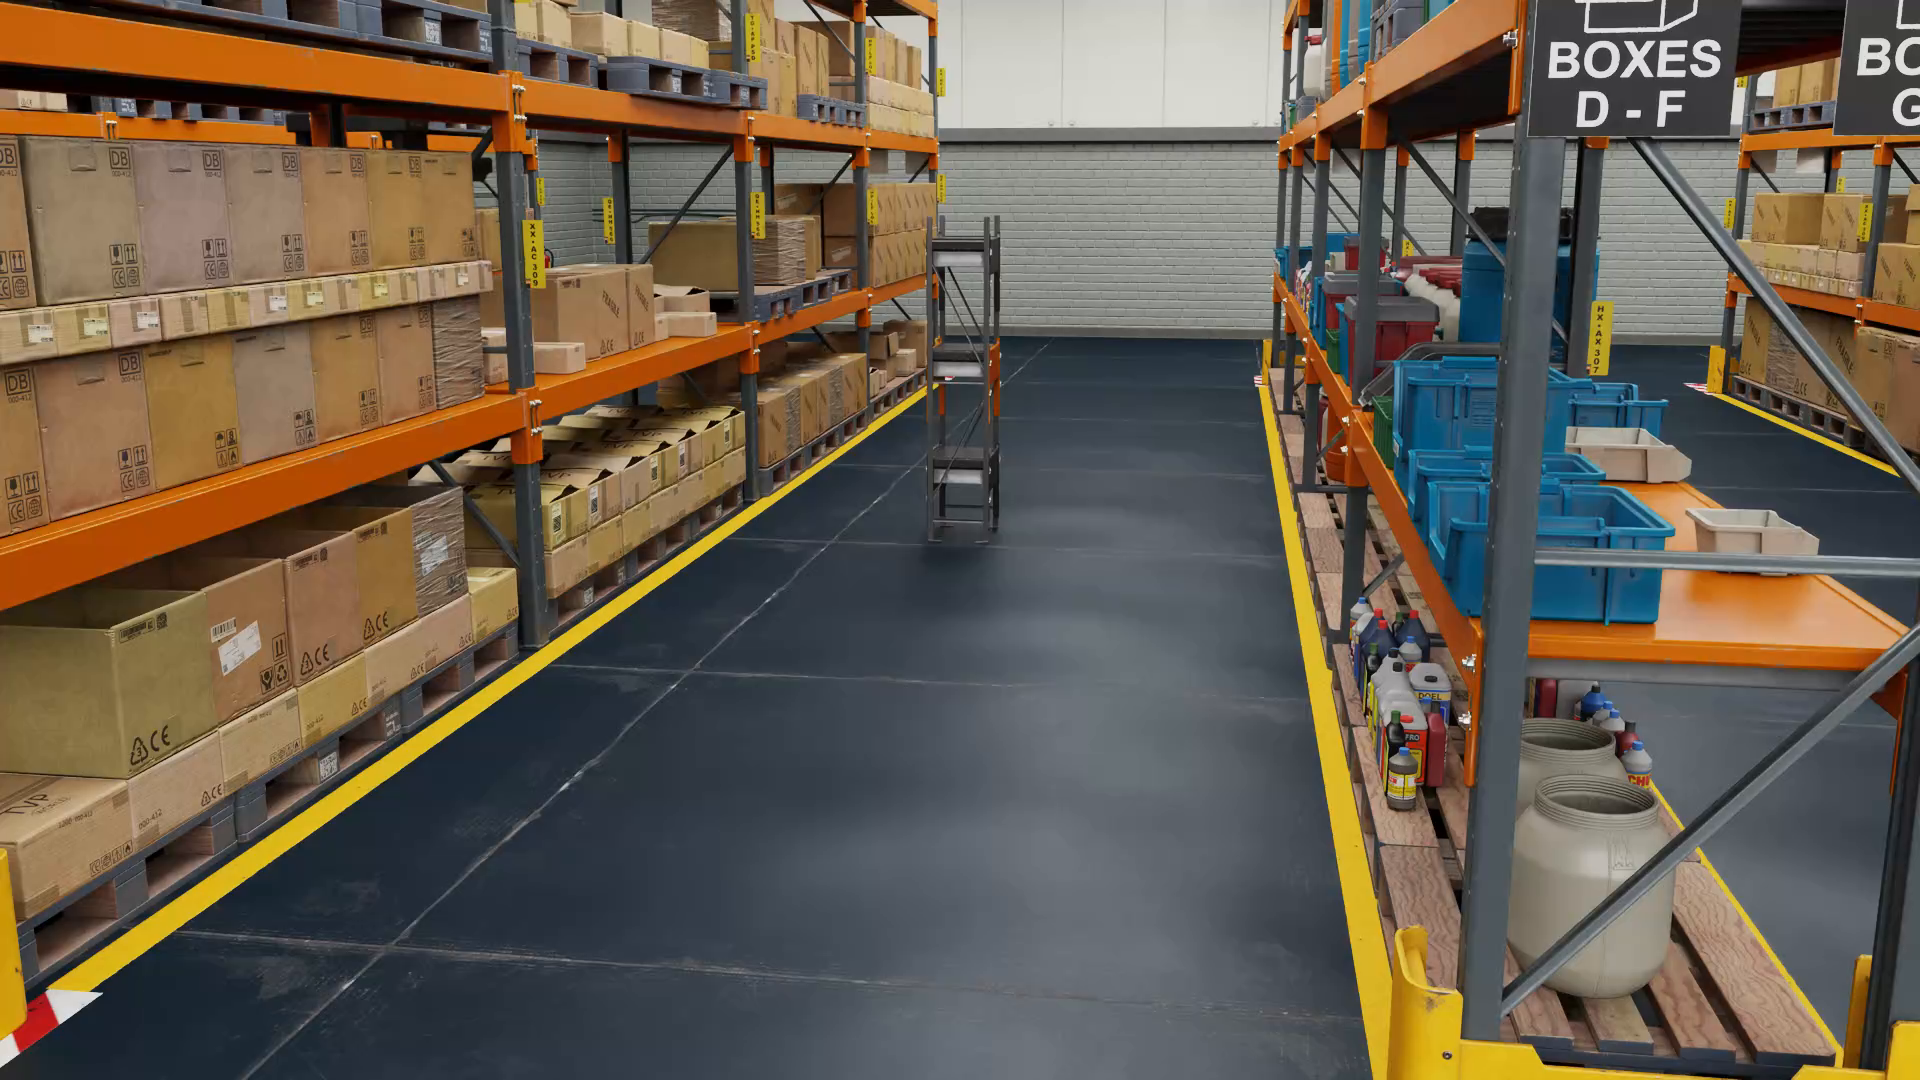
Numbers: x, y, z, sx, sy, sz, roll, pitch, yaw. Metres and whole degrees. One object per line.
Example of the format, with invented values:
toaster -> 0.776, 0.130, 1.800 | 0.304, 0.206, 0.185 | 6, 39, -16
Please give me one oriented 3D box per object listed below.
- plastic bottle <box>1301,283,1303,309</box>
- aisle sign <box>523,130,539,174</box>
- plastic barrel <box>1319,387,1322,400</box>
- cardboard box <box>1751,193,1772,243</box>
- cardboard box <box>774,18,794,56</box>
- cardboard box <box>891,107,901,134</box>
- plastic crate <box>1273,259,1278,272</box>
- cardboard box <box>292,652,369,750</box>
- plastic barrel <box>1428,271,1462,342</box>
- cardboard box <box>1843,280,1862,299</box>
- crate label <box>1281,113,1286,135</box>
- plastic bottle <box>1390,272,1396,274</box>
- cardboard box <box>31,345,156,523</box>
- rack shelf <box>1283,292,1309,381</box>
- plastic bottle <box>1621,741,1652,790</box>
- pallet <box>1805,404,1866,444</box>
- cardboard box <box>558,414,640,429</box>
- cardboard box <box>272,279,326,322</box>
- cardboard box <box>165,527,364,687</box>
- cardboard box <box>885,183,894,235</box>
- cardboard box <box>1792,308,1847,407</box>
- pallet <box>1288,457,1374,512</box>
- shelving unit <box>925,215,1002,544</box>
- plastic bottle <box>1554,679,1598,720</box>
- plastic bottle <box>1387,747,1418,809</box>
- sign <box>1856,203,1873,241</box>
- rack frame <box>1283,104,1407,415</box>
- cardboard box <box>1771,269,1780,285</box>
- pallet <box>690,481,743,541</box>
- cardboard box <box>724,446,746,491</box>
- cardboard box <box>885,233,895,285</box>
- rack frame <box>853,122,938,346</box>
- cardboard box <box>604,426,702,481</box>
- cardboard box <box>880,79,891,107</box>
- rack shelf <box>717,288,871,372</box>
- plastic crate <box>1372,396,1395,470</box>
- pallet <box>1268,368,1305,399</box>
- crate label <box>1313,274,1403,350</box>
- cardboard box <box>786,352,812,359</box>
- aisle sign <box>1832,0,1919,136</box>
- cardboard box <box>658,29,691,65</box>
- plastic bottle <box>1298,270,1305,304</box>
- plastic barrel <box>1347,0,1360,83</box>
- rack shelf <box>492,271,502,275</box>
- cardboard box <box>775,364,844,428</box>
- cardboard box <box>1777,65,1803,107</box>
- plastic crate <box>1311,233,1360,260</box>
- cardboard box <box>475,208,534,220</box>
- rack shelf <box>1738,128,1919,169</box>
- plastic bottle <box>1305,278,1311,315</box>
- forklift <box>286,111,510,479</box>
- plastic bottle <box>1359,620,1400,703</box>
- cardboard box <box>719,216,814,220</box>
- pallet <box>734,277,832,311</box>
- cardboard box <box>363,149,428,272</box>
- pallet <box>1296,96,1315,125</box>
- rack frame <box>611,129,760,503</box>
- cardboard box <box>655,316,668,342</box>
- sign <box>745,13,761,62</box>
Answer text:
plastic bottle -> 2.829, -2.011, 13.511 | 0.097, 0.271, 0.097 | 0, 12, 0
aisle sign -> -5.351, -4.872, 20.311 | 0.394, 0.787, 0.004 | 2, 12, 9
plastic barrel -> 3.131, -1.057, 13.687 | 0.421, 0.512, 0.421 | 0, 12, 0
cardboard box -> 8.607, -3.358, 17.326 | 0.500, 0.500, 0.500 | 2, 12, 7
cardboard box -> -1.731, -3.993, 13.810 | 0.600, 0.600, 0.600 | 1, 12, 6
cardboard box -> -0.900, -4.298, 17.053 | 0.500, 0.250, 0.500 | 2, 12, 9
plastic crate -> 3.636, -3.071, 18.606 | 0.250, 0.136, 0.298 | 2, 12, 9
cardboard box -> -2.690, 0.616, 6.543 | 0.500, 0.250, 0.500 | 2, 12, 9
plastic barrel -> 2.761, -1.189, 9.066 | 0.433, 0.535, 0.433 | 0, 12, 0
cardboard box -> 8.132, -2.233, 14.833 | 0.380, 0.149, 0.250 | 2, 12, 9
crate label -> 3.669, -4.487, 17.928 | 0.408, 0.251, 0.502 | 2, 12, 9
plastic bottle -> 3.640, -2.108, 13.951 | 0.152, 0.276, 0.135 | 2, 12, 9
cardboard box -> -3.064, -0.361, 5.311 | 0.700, 0.500, 0.500 | 2, 12, 10
rack shelf -> 3.207, -1.675, 13.352 | 1.077, 0.370, 4.000 | 2, 12, 9
plastic bottle -> 2.256, 0.807, 5.562 | 0.097, 0.271, 0.097 | 0, 12, 0
pallet -> 8.603, -1.075, 15.479 | 1.003, 0.211, 1.213 | 2, 12, 9
cardboard box -> -2.437, -0.697, 11.308 | 0.500, 0.311, 0.500 | 2, 12, 7
cardboard box -> -2.674, -0.921, 6.371 | 0.380, 0.149, 0.250 | 2, 12, 11
cardboard box -> -2.689, 0.250, 6.464 | 0.500, 0.500, 0.500 | 2, 12, 9
cardboard box -> -0.949, -3.338, 16.751 | 0.500, 0.500, 0.500 | 1, 12, 7
cardboard box -> 8.728, -1.771, 16.137 | 0.875, 0.875, 0.875 | 2, 12, 9
pallet -> 2.980, -0.412, 12.405 | 1.003, 0.211, 1.213 | 2, 12, 9
shelving unit -> 0.025, -1.061, 10.932 | 0.431, 2.100, 0.503 | 2, 12, 9
plastic bottle -> 2.362, 0.623, 6.402 | 0.152, 0.276, 0.135 | 2, 12, 10
plastic bottle -> 1.519, 0.812, 5.705 | 0.097, 0.201, 0.097 | 0, 12, 0
sign -> 7.860, -2.762, 14.445 | 0.100, 0.325, 0.005 | 2, 12, 9
rack frame -> 3.515, -2.443, 15.208 | 1.000, 3.000, 0.127 | 2, 12, 9
cardboard box -> 8.448, -2.661, 16.817 | 0.380, 0.149, 0.250 | 2, 12, 8
pallet -> -2.159, -0.238, 11.597 | 1.003, 0.211, 1.213 | 2, 12, 9
cardboard box -> -1.834, -0.515, 11.793 | 0.500, 0.250, 0.500 | 2, 12, 10
cardboard box -> -0.956, -2.857, 16.892 | 0.500, 0.500, 0.500 | 2, 12, 10
rack frame -> -0.764, -3.437, 19.820 | 1.000, 3.000, 0.127 | 2, 12, 9
cardboard box -> -1.985, -0.576, 10.745 | 0.500, 0.311, 0.500 | 2, 12, 8
cardboard box -> -0.983, -4.439, 16.519 | 0.500, 0.250, 0.500 | 2, 12, 9
rack shelf -> -1.686, -1.836, 14.100 | 1.077, 0.370, 4.000 | 2, 12, 9
plastic crate -> 1.797, -0.400, 6.234 | 0.450, 0.188, 0.662 | 2, 12, 9
pallet -> 3.965, -1.742, 18.574 | 1.003, 0.211, 1.213 | 2, 12, 9
crate label -> 2.480, -1.429, 10.421 | 0.502, 0.435, 0.616 | 2, 12, 9
cardboard box -> -1.694, -1.504, 15.742 | 0.500, 0.500, 0.500 | 1, 12, 6
aisle sign -> 1.948, -1.191, 3.229 | 0.394, 0.787, 0.004 | 2, 12, 9
cardboard box -> -2.071, -3.164, 10.792 | 0.500, 0.250, 0.500 | 2, 12, 10
plastic bottle -> 2.901, -2.138, 14.072 | 0.061, 0.283, 0.133 | 2, 12, 9
plastic barrel -> 2.249, -2.738, 8.267 | 0.600, 0.901, 0.600 | 0, 12, 0
rack shelf -> -5.967, -2.828, 18.705 | 1.077, 0.370, 4.000 | 2, 12, 9
cardboard box -> -1.333, -1.278, 14.693 | 0.500, 0.500, 0.500 | 2, 12, 9
cardboard box -> 8.792, -4.661, 16.910 | 0.700, 0.500, 0.500 | 1, 12, 7
plastic crate -> 4.263, -3.246, 18.710 | 0.616, 0.435, 0.499 | 2, 12, 9
cardboard box -> -5.727, -3.636, 20.035 | 0.980, 0.700, 0.700 | 2, 12, 11
rack shelf -> 8.717, -3.813, 16.155 | 1.077, 0.370, 4.000 | 2, 12, 9
plastic bottle -> 2.716, -1.889, 12.915 | 0.061, 0.283, 0.133 | 2, 12, 9
forklift -> -4.225, -1.877, 12.748 | 1.130, 2.935, 3.031 | 2, 12, 10
plastic bottle -> 1.721, 0.496, 6.813 | 0.144, 0.351, 0.185 | 1, 12, 6
cardboard box -> -1.716, -2.622, 14.803 | 0.700, 0.500, 0.500 | 4, 13, 18
pallet -> -1.699, -2.082, 13.992 | 1.003, 0.211, 1.213 | 2, 12, 9
cardboard box -> -2.748, -1.424, 7.163 | 0.700, 0.500, 0.500 | 2, 12, 9
pallet -> 3.491, -3.650, 14.140 | 1.213, 0.211, 1.003 | 2, 12, 9
rack frame -> -1.994, -1.771, 12.092 | 1.000, 3.000, 0.127 | 2, 12, 9
cardboard box -> -2.134, -1.381, 10.878 | 0.380, 0.149, 0.250 | 3, 12, 13
sign -> -1.447, -3.509, 11.622 | 0.100, 0.325, 0.005 | 2, 12, 9
